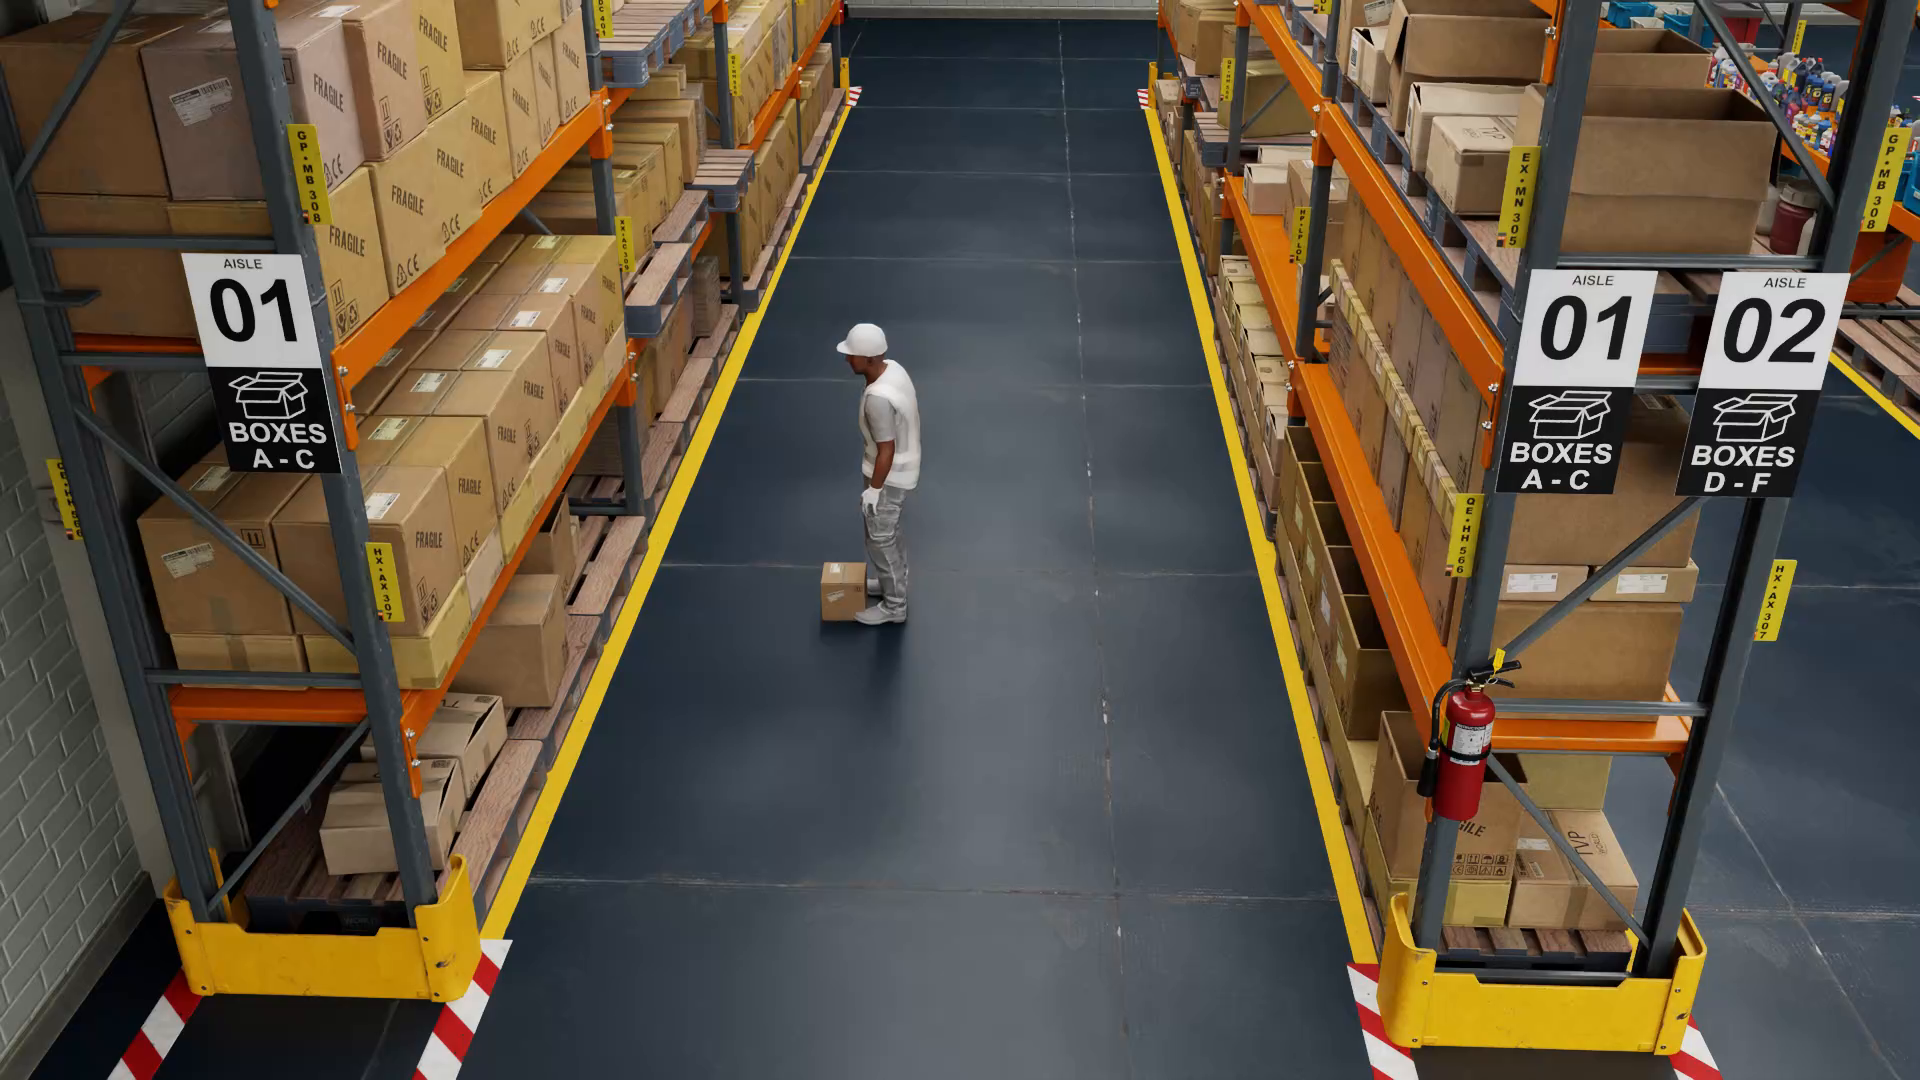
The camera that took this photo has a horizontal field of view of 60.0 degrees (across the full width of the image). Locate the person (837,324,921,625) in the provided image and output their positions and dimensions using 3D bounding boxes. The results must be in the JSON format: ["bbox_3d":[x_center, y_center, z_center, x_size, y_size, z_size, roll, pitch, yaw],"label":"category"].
[{"bbox_3d":[-0.440,-0.379,9.329,0.446,1.775,0.619,1,28,2],"label":"person"}]
